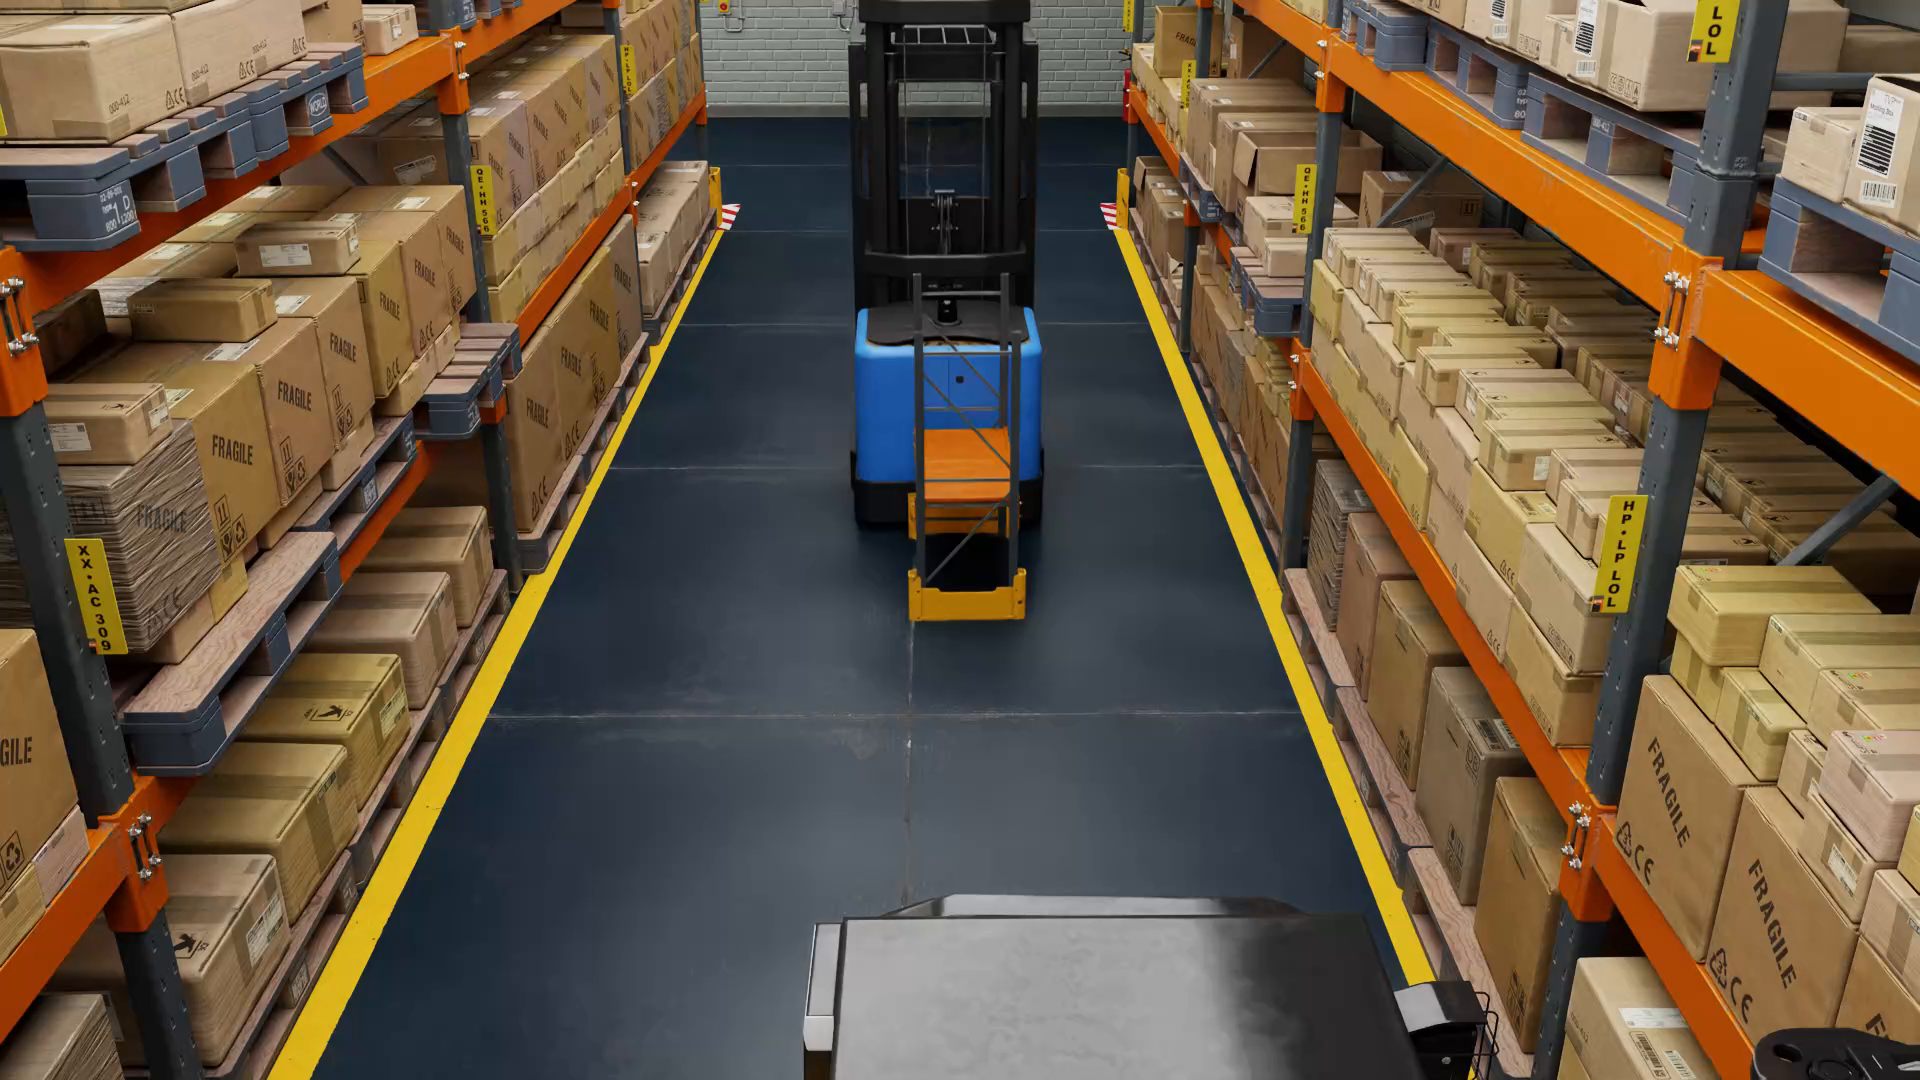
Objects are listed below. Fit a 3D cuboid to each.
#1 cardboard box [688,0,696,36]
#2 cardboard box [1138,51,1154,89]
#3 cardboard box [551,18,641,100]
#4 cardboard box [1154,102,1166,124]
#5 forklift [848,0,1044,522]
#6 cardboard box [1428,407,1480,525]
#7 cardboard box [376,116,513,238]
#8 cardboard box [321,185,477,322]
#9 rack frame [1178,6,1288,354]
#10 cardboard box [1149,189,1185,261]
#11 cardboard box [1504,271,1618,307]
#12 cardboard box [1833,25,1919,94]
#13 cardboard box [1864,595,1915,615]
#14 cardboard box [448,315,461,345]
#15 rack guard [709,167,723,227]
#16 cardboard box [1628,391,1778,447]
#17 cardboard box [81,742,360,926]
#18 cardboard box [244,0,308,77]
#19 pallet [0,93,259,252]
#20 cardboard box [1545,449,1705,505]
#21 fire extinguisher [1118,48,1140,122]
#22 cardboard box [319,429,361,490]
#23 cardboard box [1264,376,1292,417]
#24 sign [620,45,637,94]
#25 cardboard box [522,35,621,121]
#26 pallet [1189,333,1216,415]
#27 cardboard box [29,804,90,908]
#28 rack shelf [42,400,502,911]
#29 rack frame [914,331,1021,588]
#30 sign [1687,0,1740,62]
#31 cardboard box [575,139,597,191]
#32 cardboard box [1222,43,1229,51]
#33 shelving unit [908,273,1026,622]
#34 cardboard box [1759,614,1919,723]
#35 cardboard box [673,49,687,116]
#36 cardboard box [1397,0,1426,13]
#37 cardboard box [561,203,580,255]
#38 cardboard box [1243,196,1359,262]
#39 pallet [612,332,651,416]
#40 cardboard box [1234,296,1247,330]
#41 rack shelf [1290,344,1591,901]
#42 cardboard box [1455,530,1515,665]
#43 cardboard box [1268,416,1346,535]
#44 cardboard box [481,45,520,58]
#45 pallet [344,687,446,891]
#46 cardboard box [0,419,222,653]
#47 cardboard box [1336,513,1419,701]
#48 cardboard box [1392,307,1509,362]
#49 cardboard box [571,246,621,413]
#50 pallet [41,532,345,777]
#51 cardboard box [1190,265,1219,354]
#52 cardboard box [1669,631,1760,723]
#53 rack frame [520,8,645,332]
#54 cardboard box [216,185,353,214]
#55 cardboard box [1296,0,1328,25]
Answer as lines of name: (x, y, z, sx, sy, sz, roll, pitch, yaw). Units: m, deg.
cardboard box: (-2.633, -4.702, 14.672, 0.500, 0.500, 0.500, 1, 24, 1)
cardboard box: (1.828, -4.094, 14.482, 0.500, 0.250, 0.500, 0, 24, 0)
cardboard box: (-2.596, -3.449, 11.900, 0.500, 0.500, 0.500, 0, 24, 0)
cardboard box: (1.804, -3.532, 13.723, 0.380, 0.149, 0.250, 0, 24, 1)
forklift: (-0.103, -1.998, 10.111, 1.130, 2.935, 3.031, -1, 24, -2)
cardboard box: (1.944, -0.261, 5.762, 0.500, 0.250, 0.500, 0, 24, 0)
cardboard box: (-2.550, -1.807, 8.271, 0.500, 0.500, 0.500, -1, 24, -2)
cardboard box: (-2.506, -1.288, 7.466, 0.500, 0.500, 0.500, -1, 24, -2)
rack frame: (2.131, -2.774, 11.743, 1.000, 3.000, 0.127, 0, 24, -1)
cardboard box: (1.875, -2.651, 13.996, 0.500, 0.500, 0.500, 0, 24, 0)
cardboard box: (2.509, -1.019, 6.954, 0.380, 0.149, 0.250, -1, 24, -2)
cardboard box: (2.405, -1.317, 4.556, 0.380, 0.149, 0.250, 0, 24, -1)
cardboard box: (2.469, 0.153, 4.847, 0.500, 0.250, 0.500, -1, 24, -1)
cardboard box: (-2.475, -0.935, 7.472, 0.380, 0.149, 0.250, 0, 24, 0)
rack guard: (-2.877, -3.269, 15.872, 1.175, 0.500, 0.348, 0, 24, -1)
cardboard box: (2.475, -0.386, 5.555, 0.380, 0.149, 0.250, 0, 24, -1)
cardboard box: (-2.765, 1.040, 5.990, 0.950, 0.372, 0.625, 1, 24, 3)
cardboard box: (-2.385, -1.602, 5.185, 0.500, 0.250, 0.500, -1, 24, -1)
pallet: (-2.646, -0.990, 4.386, 1.213, 0.211, 1.003, 0, 24, -1)
cardboard box: (2.021, -0.166, 5.068, 0.380, 0.149, 0.250, 0, 24, -1)
fire extinguisher: (1.623, -4.276, 15.610, 0.296, 0.674, 0.183, 0, 24, -1)
cardboard box: (-2.422, -0.297, 6.062, 0.380, 0.149, 0.250, 1, 24, 1)
cardboard box: (1.882, -0.788, 9.090, 0.380, 0.149, 0.250, -1, 24, -3)
sign: (-2.290, -3.248, 11.483, 0.100, 0.325, 0.005, 0, 24, -1)
cardboard box: (-2.577, -3.068, 11.059, 0.500, 0.500, 0.500, 1, 24, 1)
pallet: (2.177, -1.168, 11.577, 1.003, 0.211, 1.213, 0, 24, -1)
cardboard box: (-2.437, 0.792, 4.164, 0.380, 0.149, 0.250, -1, 24, -1)
rack shelf: (-2.767, 0.050, 6.372, 1.077, 0.370, 4.000, 0, 24, -1)
rack frame: (0.036, -0.286, 8.063, 0.500, 1.500, 0.032, -1, 24, -2)
sign: (1.675, -1.217, 3.651, 0.100, 0.325, 0.005, 0, 24, -1)
cardboard box: (-2.560, -2.310, 10.292, 0.500, 0.250, 0.500, 0, 24, 1)
cardboard box: (2.357, -4.301, 14.941, 0.500, 0.250, 0.500, 0, 24, 1)
shelving unit: (0.021, -0.499, 8.534, 0.587, 1.500, 1.083, -1, 24, -2)
cardboard box: (2.035, 0.286, 3.708, 0.380, 0.149, 0.250, 0, 24, 0)
cardboard box: (-2.601, -3.828, 13.952, 0.500, 0.500, 0.500, 0, 24, 1)
cardboard box: (2.044, -2.268, 6.232, 0.700, 0.500, 0.500, -1, 24, -2)
cardboard box: (-2.575, -1.867, 9.921, 0.500, 0.250, 0.500, 0, 24, -1)
cardboard box: (1.839, -1.682, 9.001, 0.500, 0.250, 0.500, -1, 24, -3)
pallet: (-2.749, -1.162, 11.563, 1.003, 0.211, 1.213, 0, 24, -1)
cardboard box: (1.945, -1.435, 10.520, 0.380, 0.149, 0.250, 1, 24, 1)
rack shelf: (2.196, 0.026, 6.425, 1.077, 0.370, 4.000, 0, 24, -1)
cardboard box: (1.940, 0.177, 5.400, 0.500, 0.250, 0.500, 0, 24, -1)
cardboard box: (1.955, -0.351, 8.911, 0.500, 0.500, 0.500, 0, 24, 1)
cardboard box: (-3.082, -2.859, 10.597, 0.500, 0.500, 0.500, 0, 24, -1)
pallet: (-2.772, 0.992, 6.800, 1.003, 0.211, 1.213, 0, 24, -1)
cardboard box: (-2.464, -0.021, 4.663, 0.500, 0.500, 0.500, 0, 24, 1)
cardboard box: (2.182, 0.291, 7.338, 0.875, 0.625, 0.625, 1, 24, 1)
cardboard box: (1.908, -0.802, 6.476, 0.380, 0.149, 0.250, 0, 24, 1)
cardboard box: (-2.728, -1.346, 10.655, 0.875, 0.875, 0.875, 0, 24, 1)
pallet: (-2.608, 0.318, 5.139, 1.003, 0.211, 1.213, 0, 24, -1)
cardboard box: (1.911, -1.626, 11.729, 0.500, 0.500, 0.500, 1, 24, 2)
cardboard box: (1.958, 0.314, 4.007, 0.380, 0.149, 0.250, -1, 24, -1)
rack frame: (-2.833, -2.750, 11.691, 1.000, 3.000, 0.127, 0, 24, -1)
cardboard box: (-3.016, -1.288, 7.466, 0.500, 0.500, 0.500, -1, 24, -2)
cardboard box: (1.926, -2.635, 7.977, 0.500, 0.250, 0.500, -1, 24, -2)
